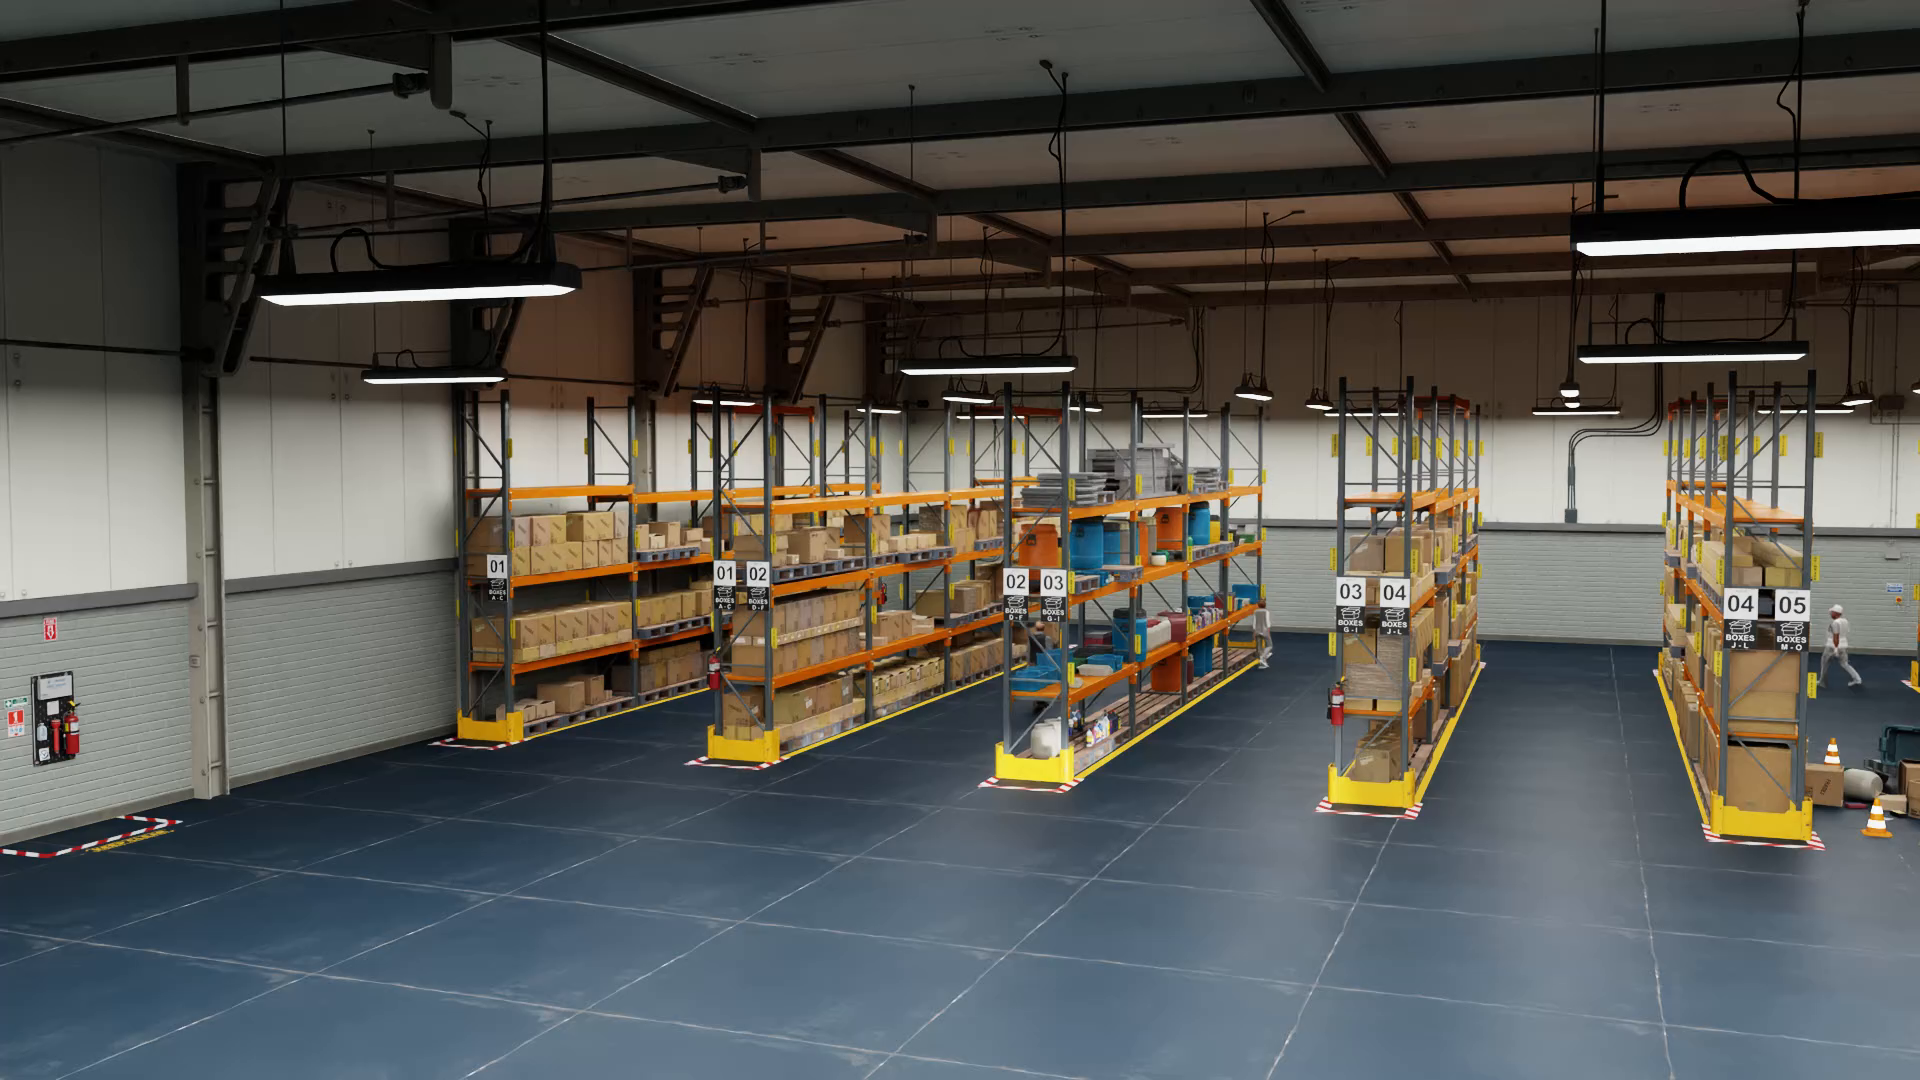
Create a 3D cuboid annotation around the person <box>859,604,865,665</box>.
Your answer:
[{"bbox_3d":[-2.239,2.089,36.340,0.454,1.434,0.839,0,3,6],"label":"person"}]

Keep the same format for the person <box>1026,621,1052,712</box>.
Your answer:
[{"bbox_3d":[1.515,2.395,31.634,0.566,1.712,0.478,2,4,30],"label":"person"}]

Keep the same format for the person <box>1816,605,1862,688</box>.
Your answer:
[{"bbox_3d":[18.252,2.225,34.566,0.513,1.752,1.022,-1,3,-22],"label":"person"}]

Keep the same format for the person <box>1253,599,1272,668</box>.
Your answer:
[{"bbox_3d":[6.837,2.131,37.714,0.456,1.595,0.450,2,4,33],"label":"person"}]
